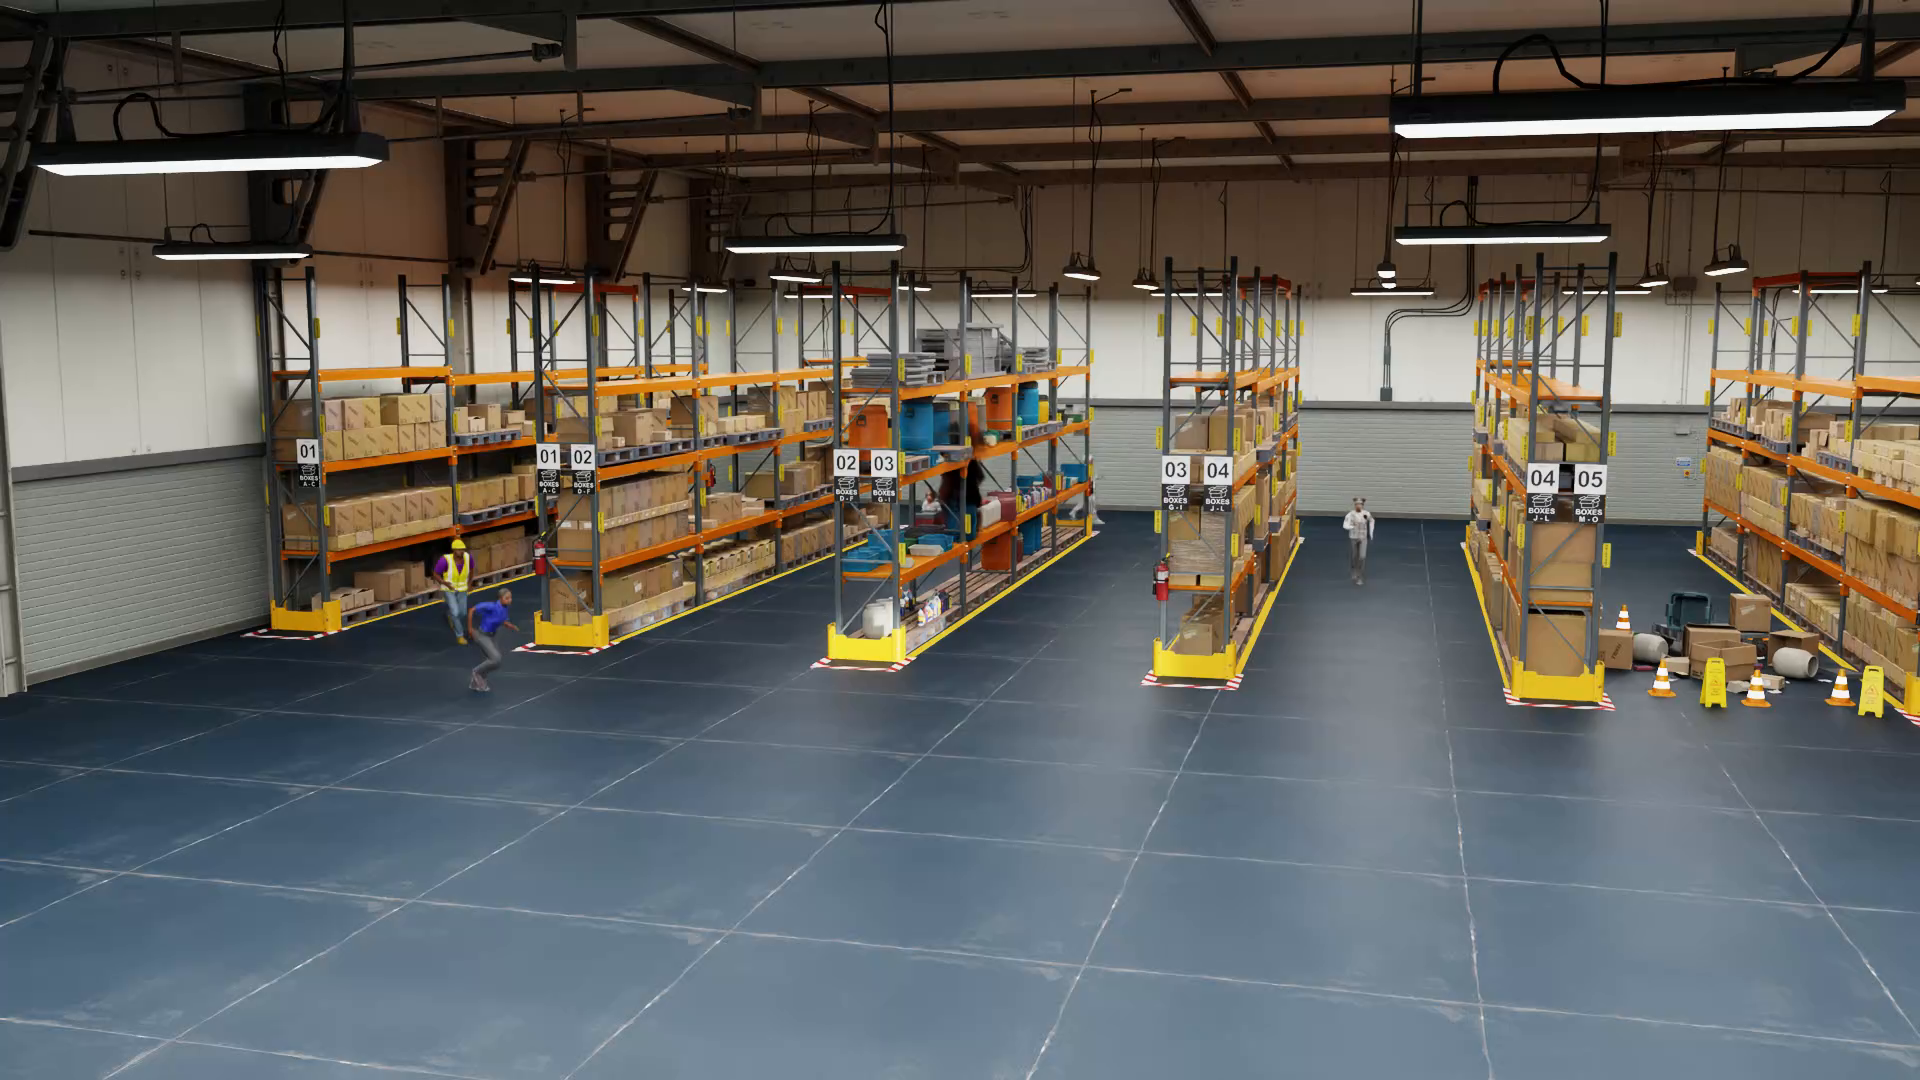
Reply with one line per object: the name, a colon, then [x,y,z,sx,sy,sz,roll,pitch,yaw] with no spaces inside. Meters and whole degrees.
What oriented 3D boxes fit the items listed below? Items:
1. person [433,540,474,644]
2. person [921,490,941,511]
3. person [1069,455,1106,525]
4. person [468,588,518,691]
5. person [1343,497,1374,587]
person: [-8.094,0.816,26.616,0.691,1.693,0.835,-5,9,-32]
person: [-0.626,-0.250,35.042,0.546,1.605,0.857,3,8,20]
person: [3.247,-1.294,42.414,1.000,1.768,0.667,3,8,19]
person: [-6.463,1.459,22.853,0.839,1.327,0.610,3,8,24]
person: [7.840,0.010,32.732,0.594,1.739,0.845,2,7,12]
